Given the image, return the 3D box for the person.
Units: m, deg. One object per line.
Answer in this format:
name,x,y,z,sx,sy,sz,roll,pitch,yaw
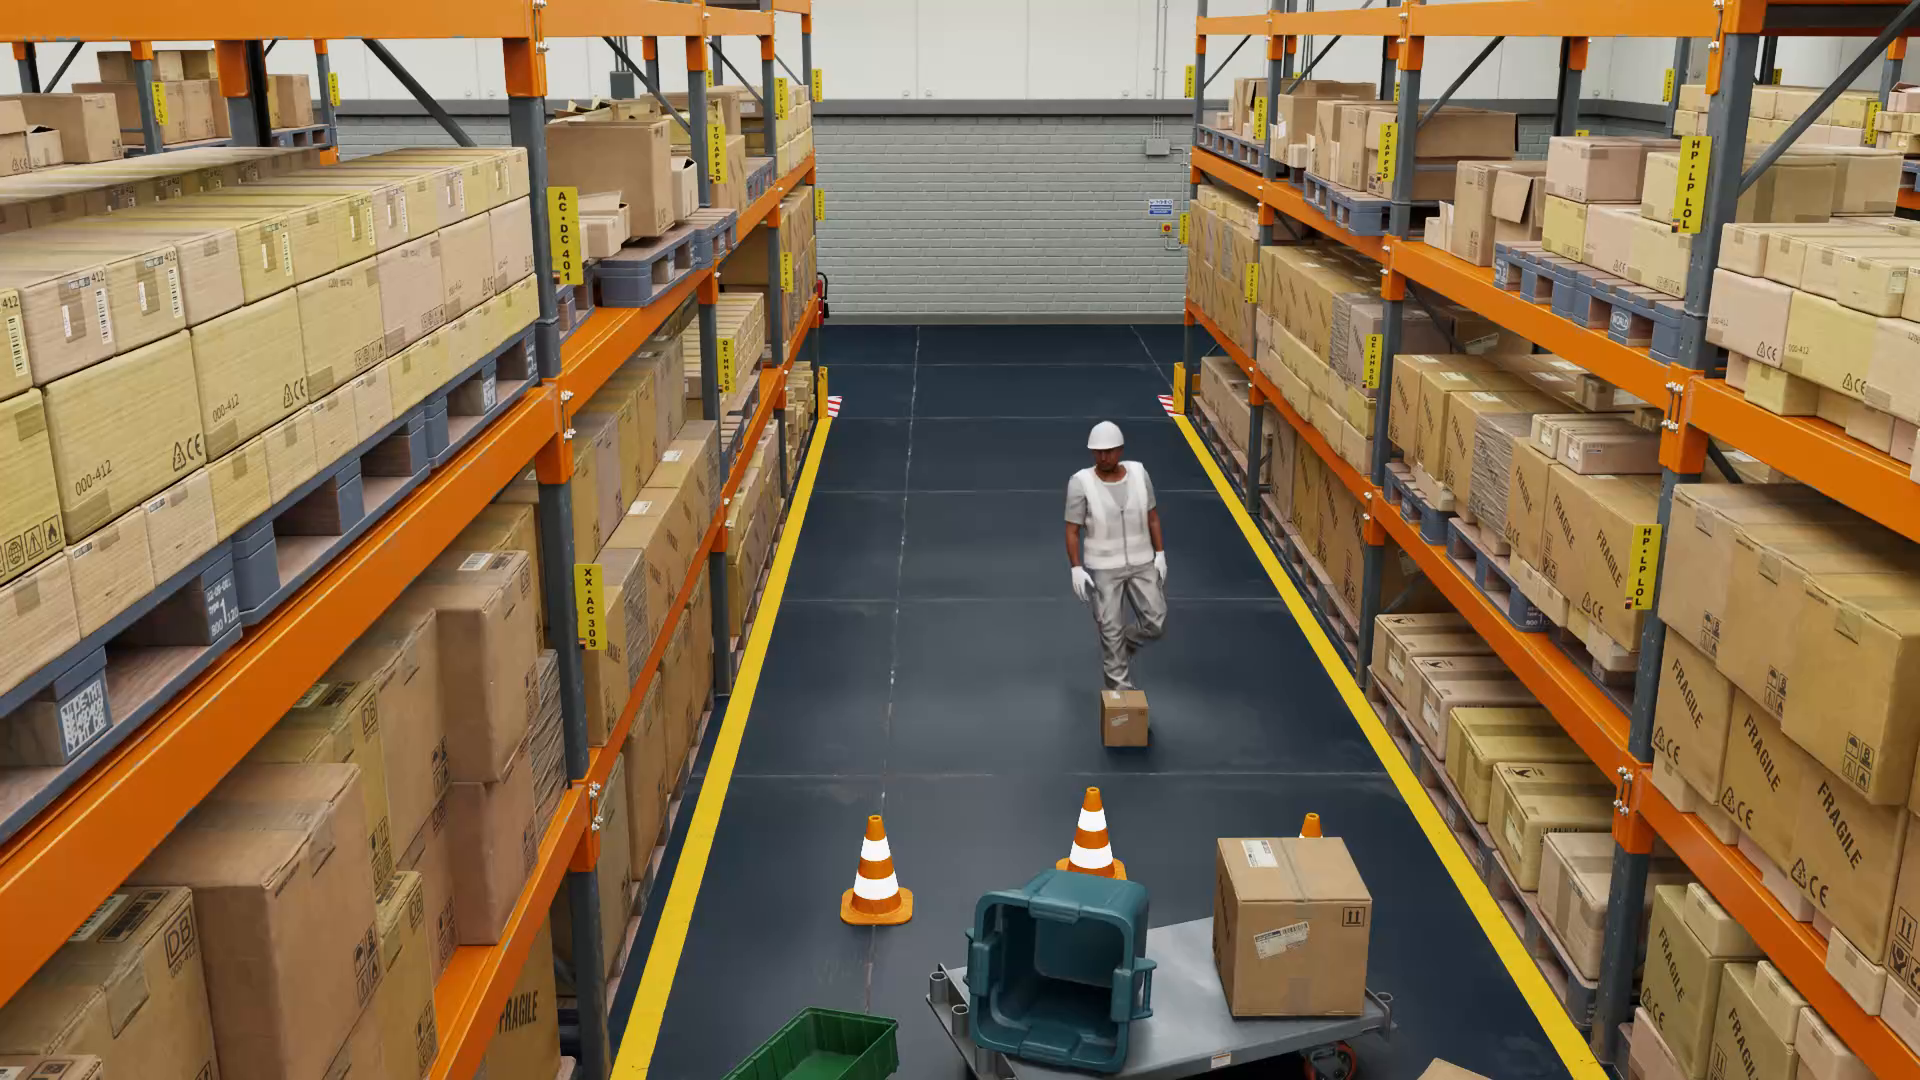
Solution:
person,0.968,0.185,9.873,0.636,1.771,0.675,-4,17,-14
